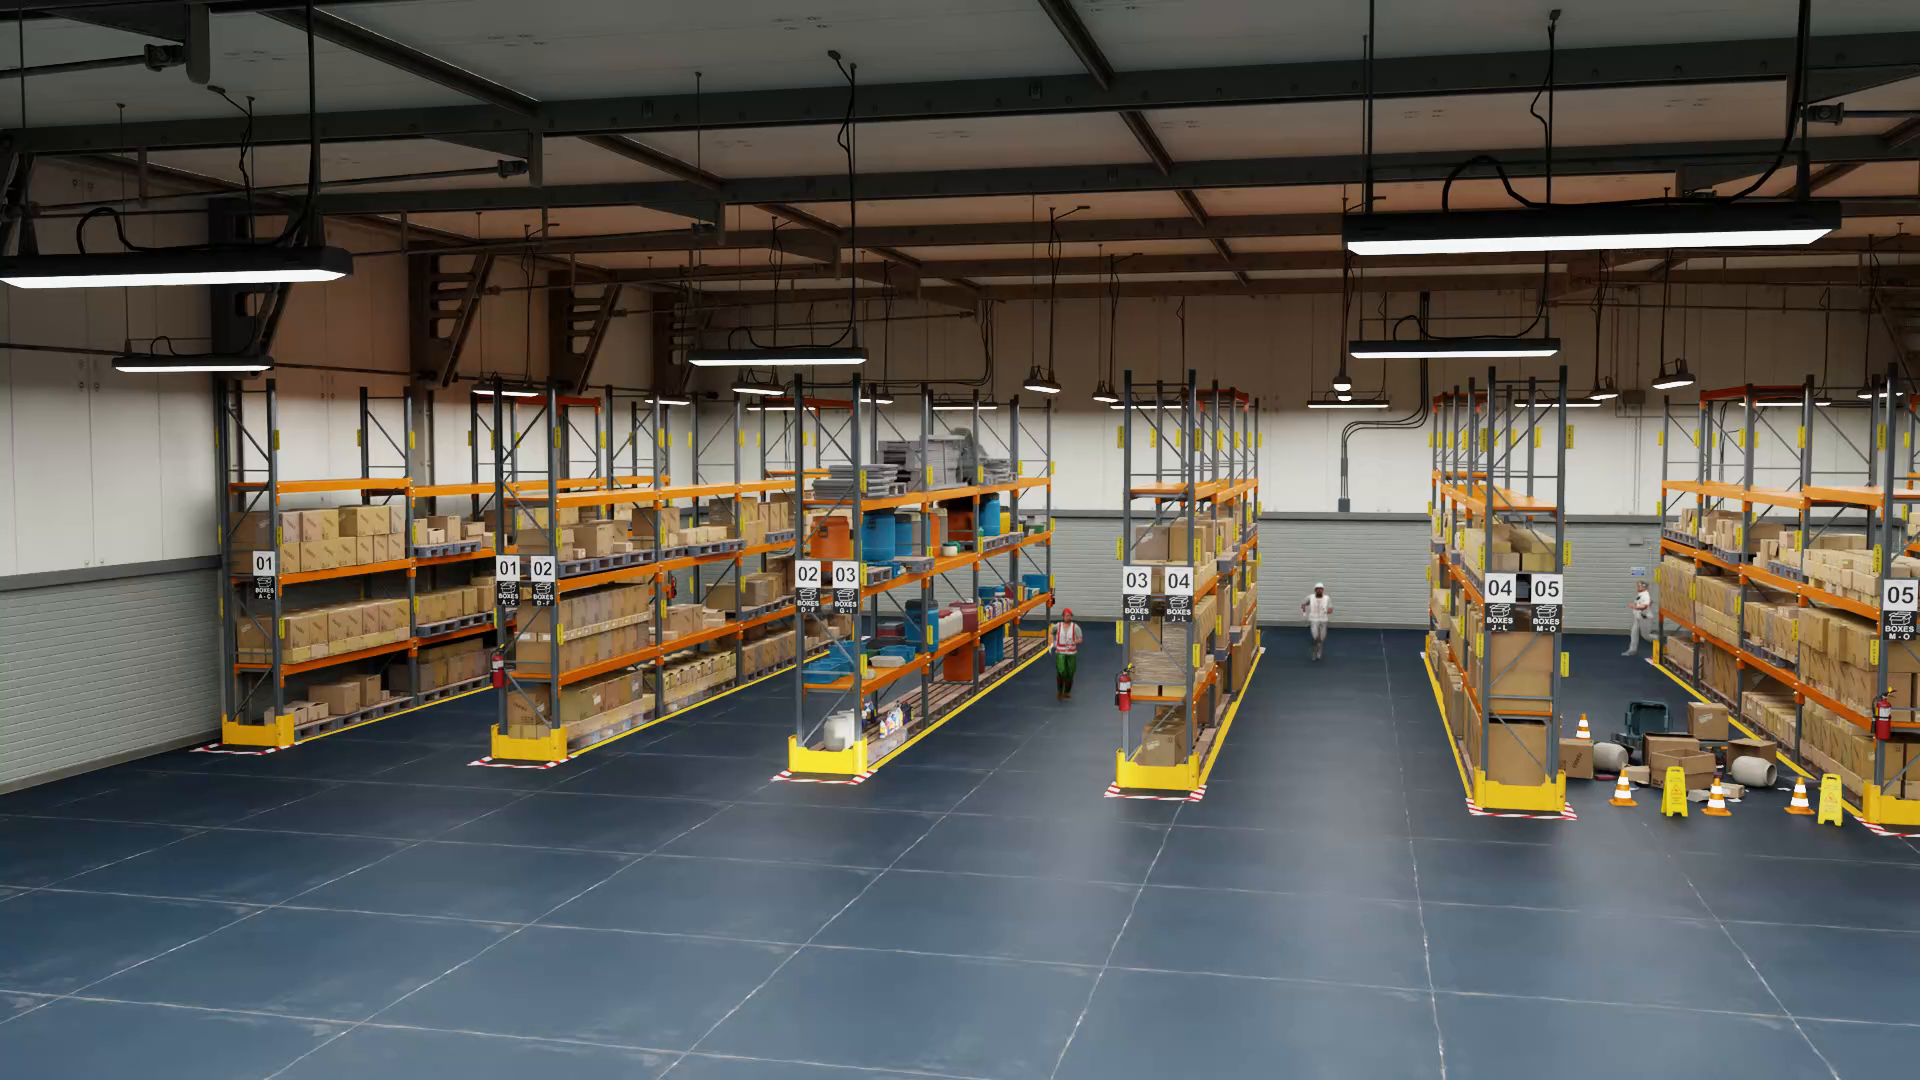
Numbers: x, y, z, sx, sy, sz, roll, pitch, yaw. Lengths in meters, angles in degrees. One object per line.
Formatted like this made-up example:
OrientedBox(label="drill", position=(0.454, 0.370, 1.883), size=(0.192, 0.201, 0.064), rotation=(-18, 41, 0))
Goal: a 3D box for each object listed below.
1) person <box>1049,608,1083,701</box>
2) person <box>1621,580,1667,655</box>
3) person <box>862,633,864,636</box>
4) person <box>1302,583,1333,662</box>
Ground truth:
OrientedBox(label="person", position=(2.028, 2.198, 31.831), size=(0.637, 1.781, 0.698), rotation=(0, 3, -1))
OrientedBox(label="person", position=(15.753, 1.798, 38.292), size=(0.947, 1.762, 0.668), rotation=(1, 3, 11))
OrientedBox(label="person", position=(-2.845, 1.616, 42.767), size=(0.808, 1.700, 0.651), rotation=(1, 3, 9))
OrientedBox(label="person", position=(8.080, 1.863, 37.514), size=(0.654, 1.793, 0.715), rotation=(0, 3, 0))
